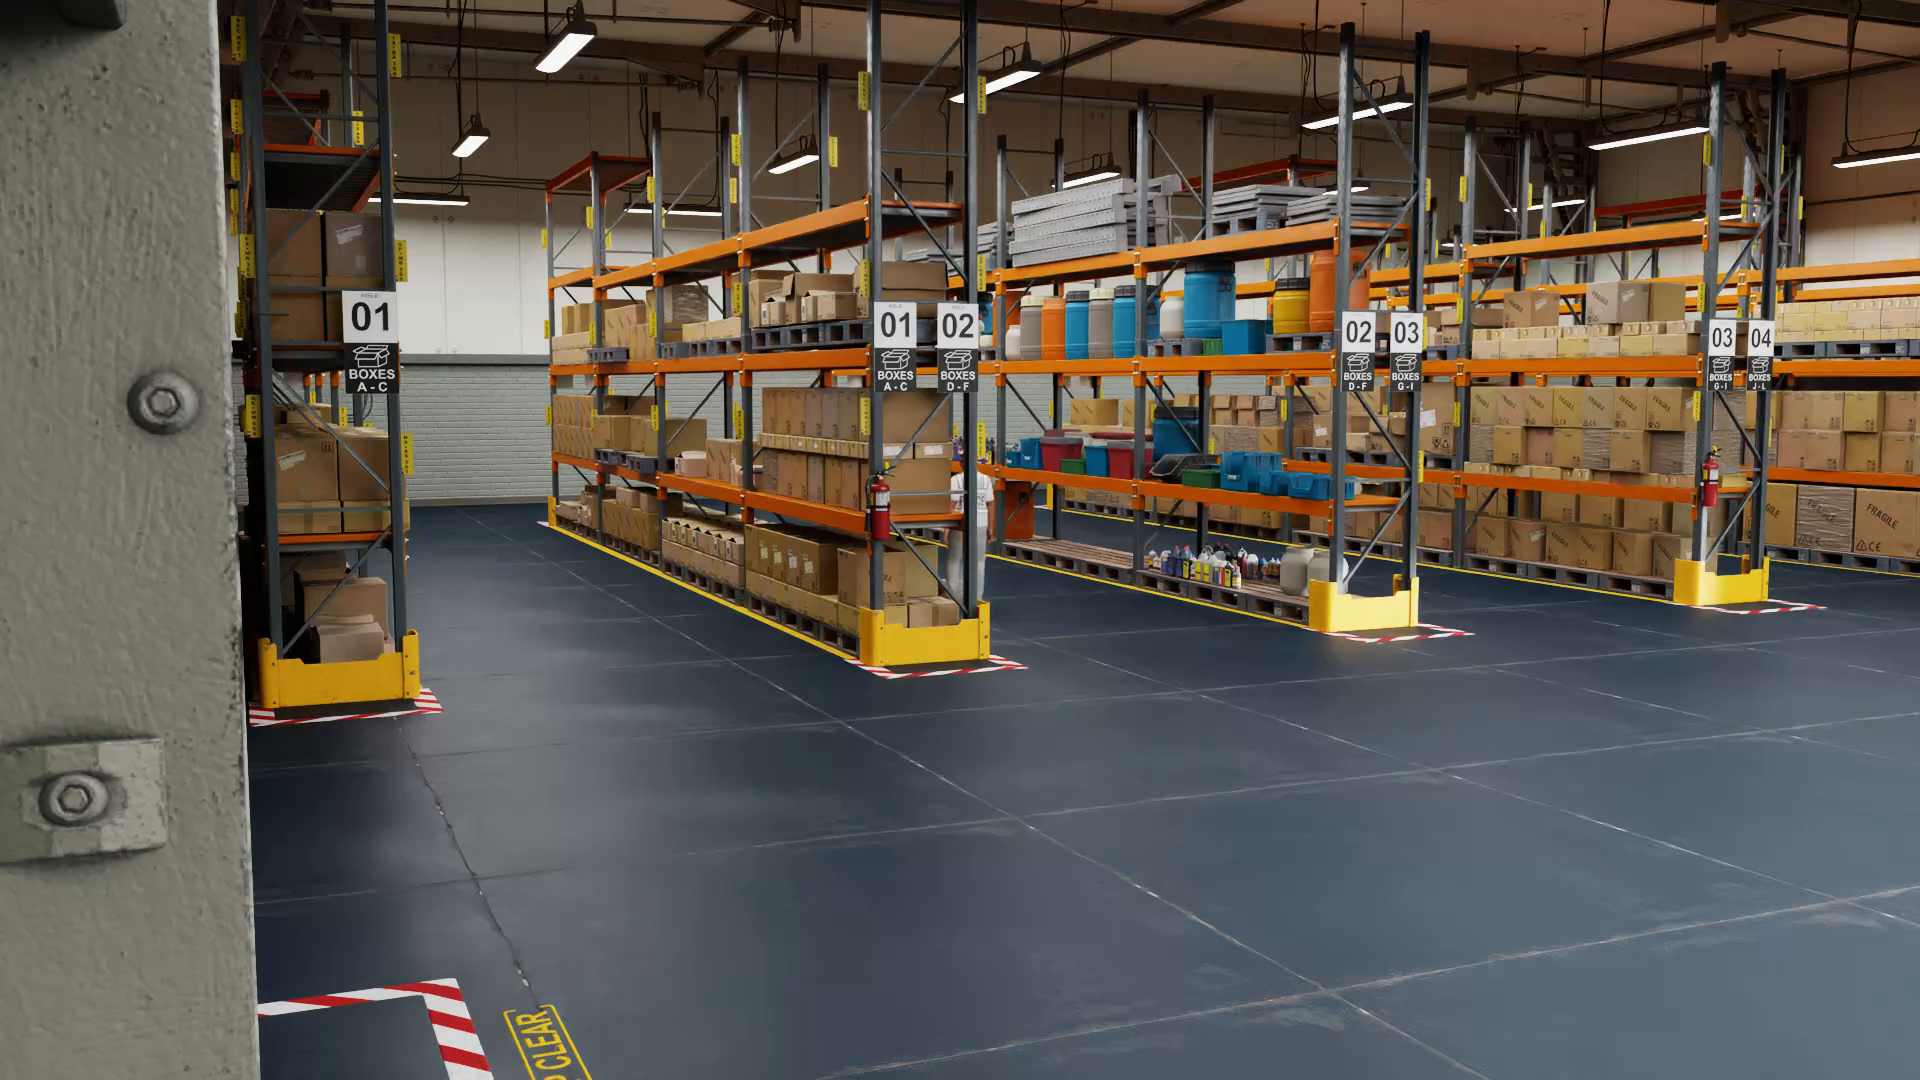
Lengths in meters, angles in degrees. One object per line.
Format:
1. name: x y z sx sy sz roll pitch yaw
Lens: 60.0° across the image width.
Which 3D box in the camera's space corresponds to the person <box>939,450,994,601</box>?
1. person: 0.039 -0.140 18.599 0.599 1.747 0.643 -2 6 -18
